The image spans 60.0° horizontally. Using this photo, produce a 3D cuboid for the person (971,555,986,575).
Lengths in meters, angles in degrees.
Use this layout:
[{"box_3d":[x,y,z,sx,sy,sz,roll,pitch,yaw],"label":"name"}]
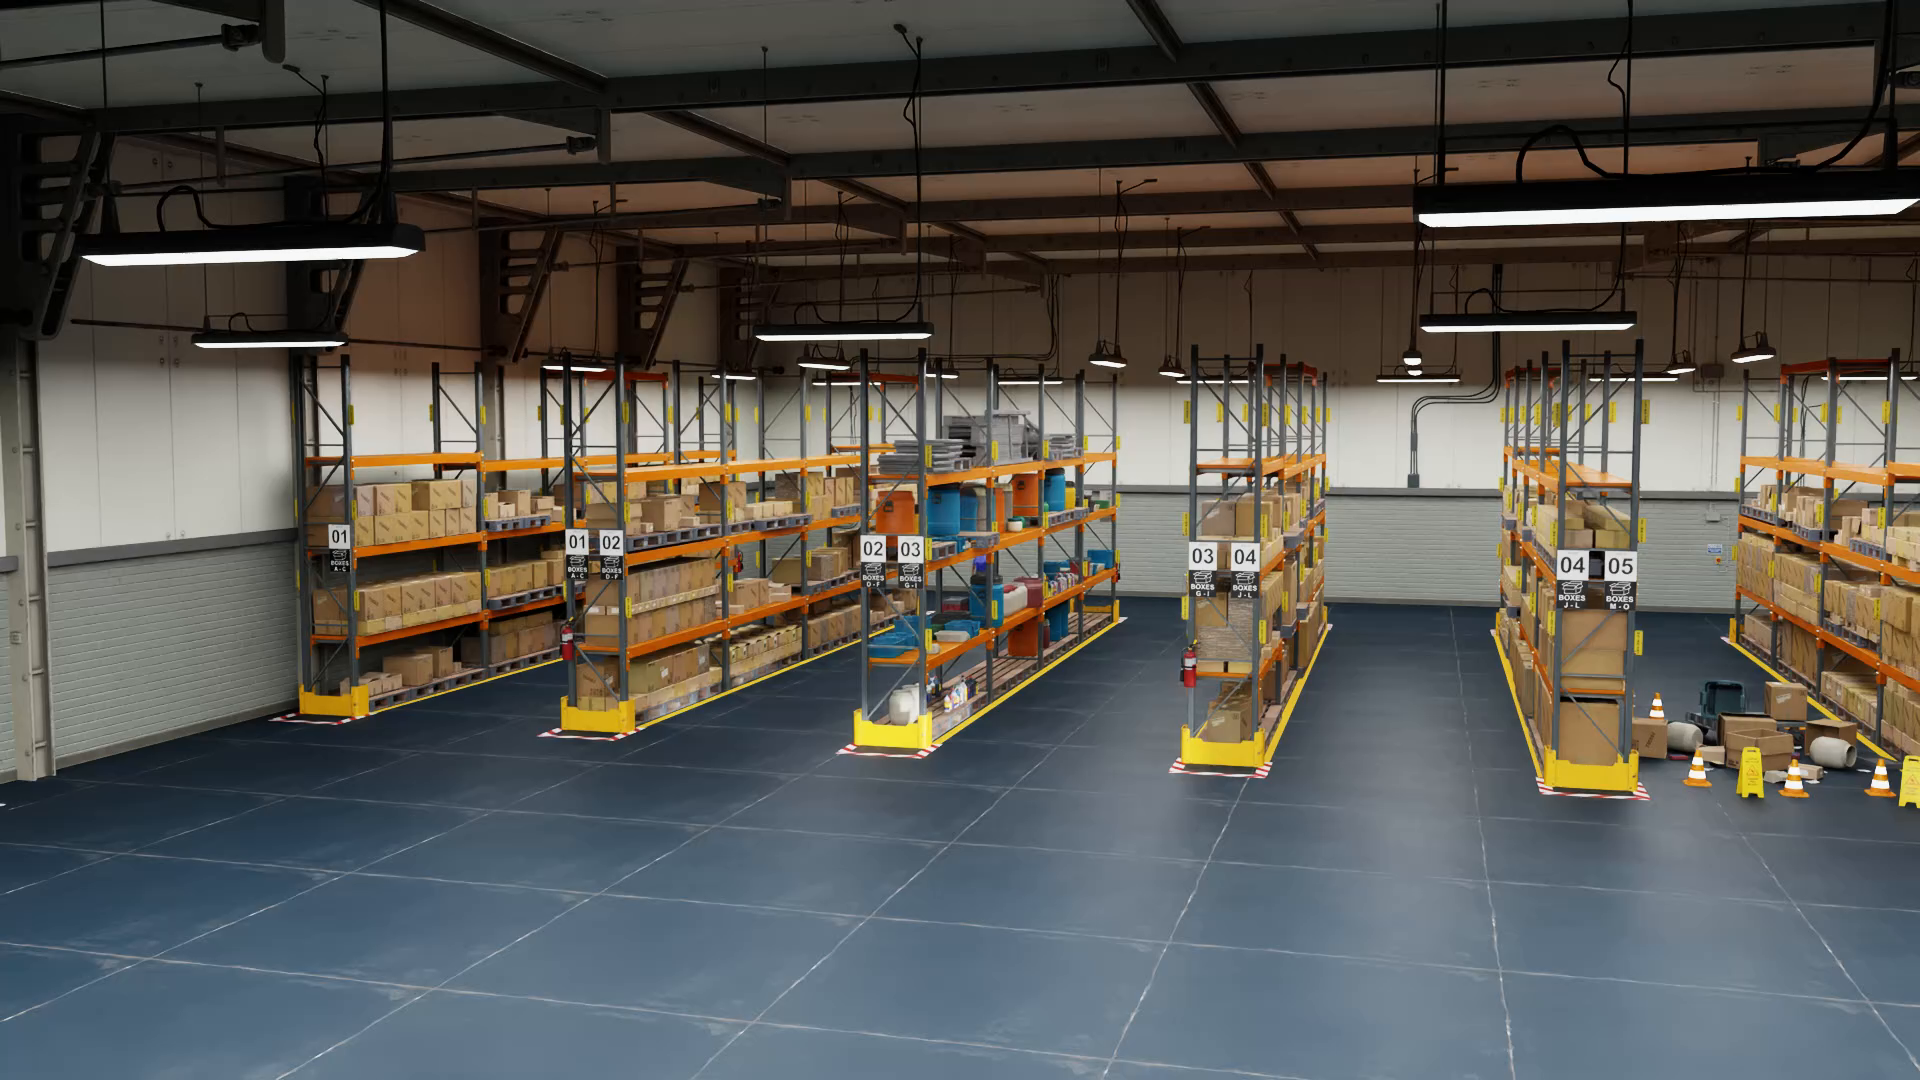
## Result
[{"box_3d":[0.554,0.929,43.497,0.486,1.591,1.051,1,4,14],"label":"person"}]
